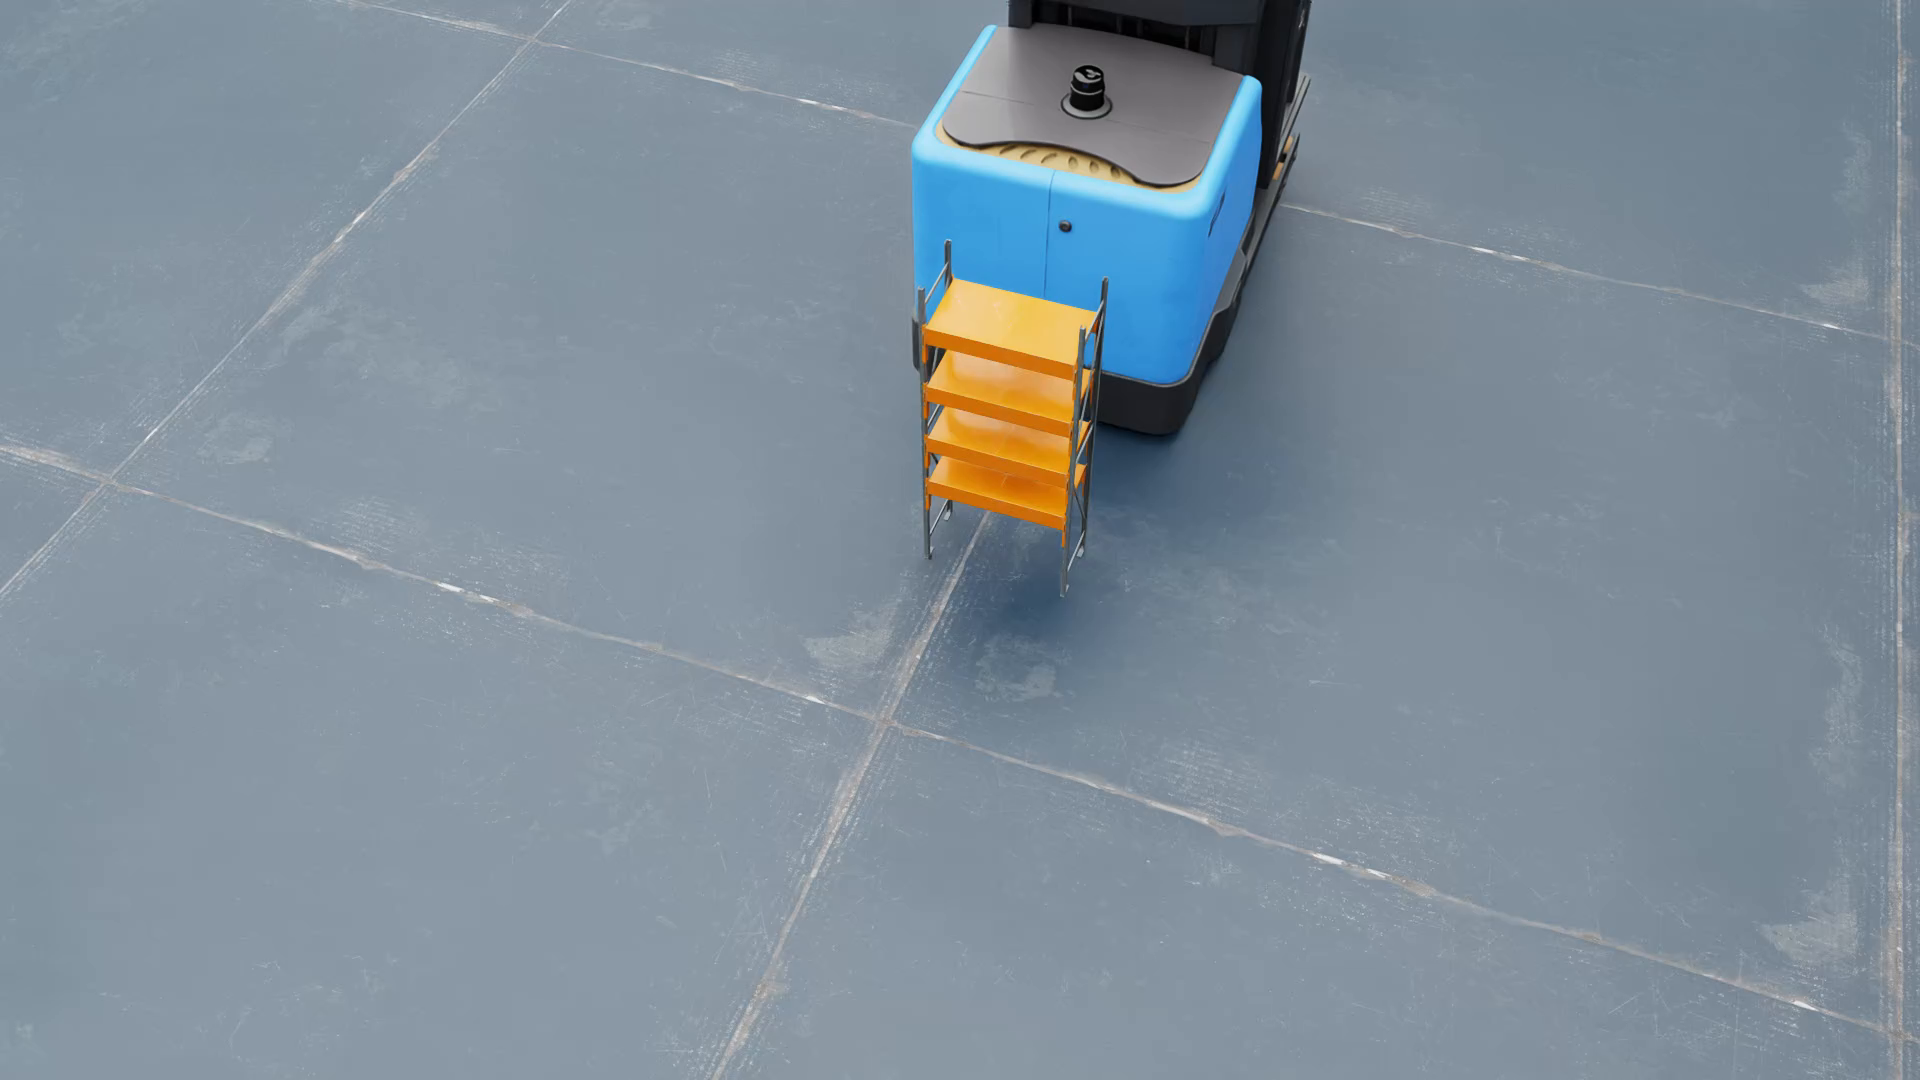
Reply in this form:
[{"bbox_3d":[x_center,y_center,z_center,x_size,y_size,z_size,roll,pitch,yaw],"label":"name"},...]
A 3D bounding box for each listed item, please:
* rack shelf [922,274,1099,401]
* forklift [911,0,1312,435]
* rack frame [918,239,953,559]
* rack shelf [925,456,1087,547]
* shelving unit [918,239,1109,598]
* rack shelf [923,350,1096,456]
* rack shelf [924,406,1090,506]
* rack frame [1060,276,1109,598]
[{"bbox_3d":[0.155,-0.607,4.962,0.480,0.148,0.258,16,51,13],"label":"rack shelf"},{"bbox_3d":[0.802,-2.479,5.959,1.130,2.935,3.031,15,51,13],"label":"forklift"},{"bbox_3d":[-0.074,-0.414,5.314,0.015,1.200,0.240,16,51,13],"label":"rack frame"},{"bbox_3d":[0.155,-0.176,5.460,0.480,0.148,0.258,16,51,13],"label":"rack shelf"},{"bbox_3d":[0.155,-0.350,5.259,0.503,1.200,0.258,16,51,13],"label":"shelving unit"},{"bbox_3d":[0.155,-0.452,5.141,0.480,0.148,0.258,16,51,13],"label":"rack shelf"},{"bbox_3d":[0.155,-0.306,5.310,0.480,0.148,0.258,16,51,13],"label":"rack shelf"},{"bbox_3d":[0.384,-0.286,5.204,0.015,1.200,0.240,16,51,13],"label":"rack frame"}]
